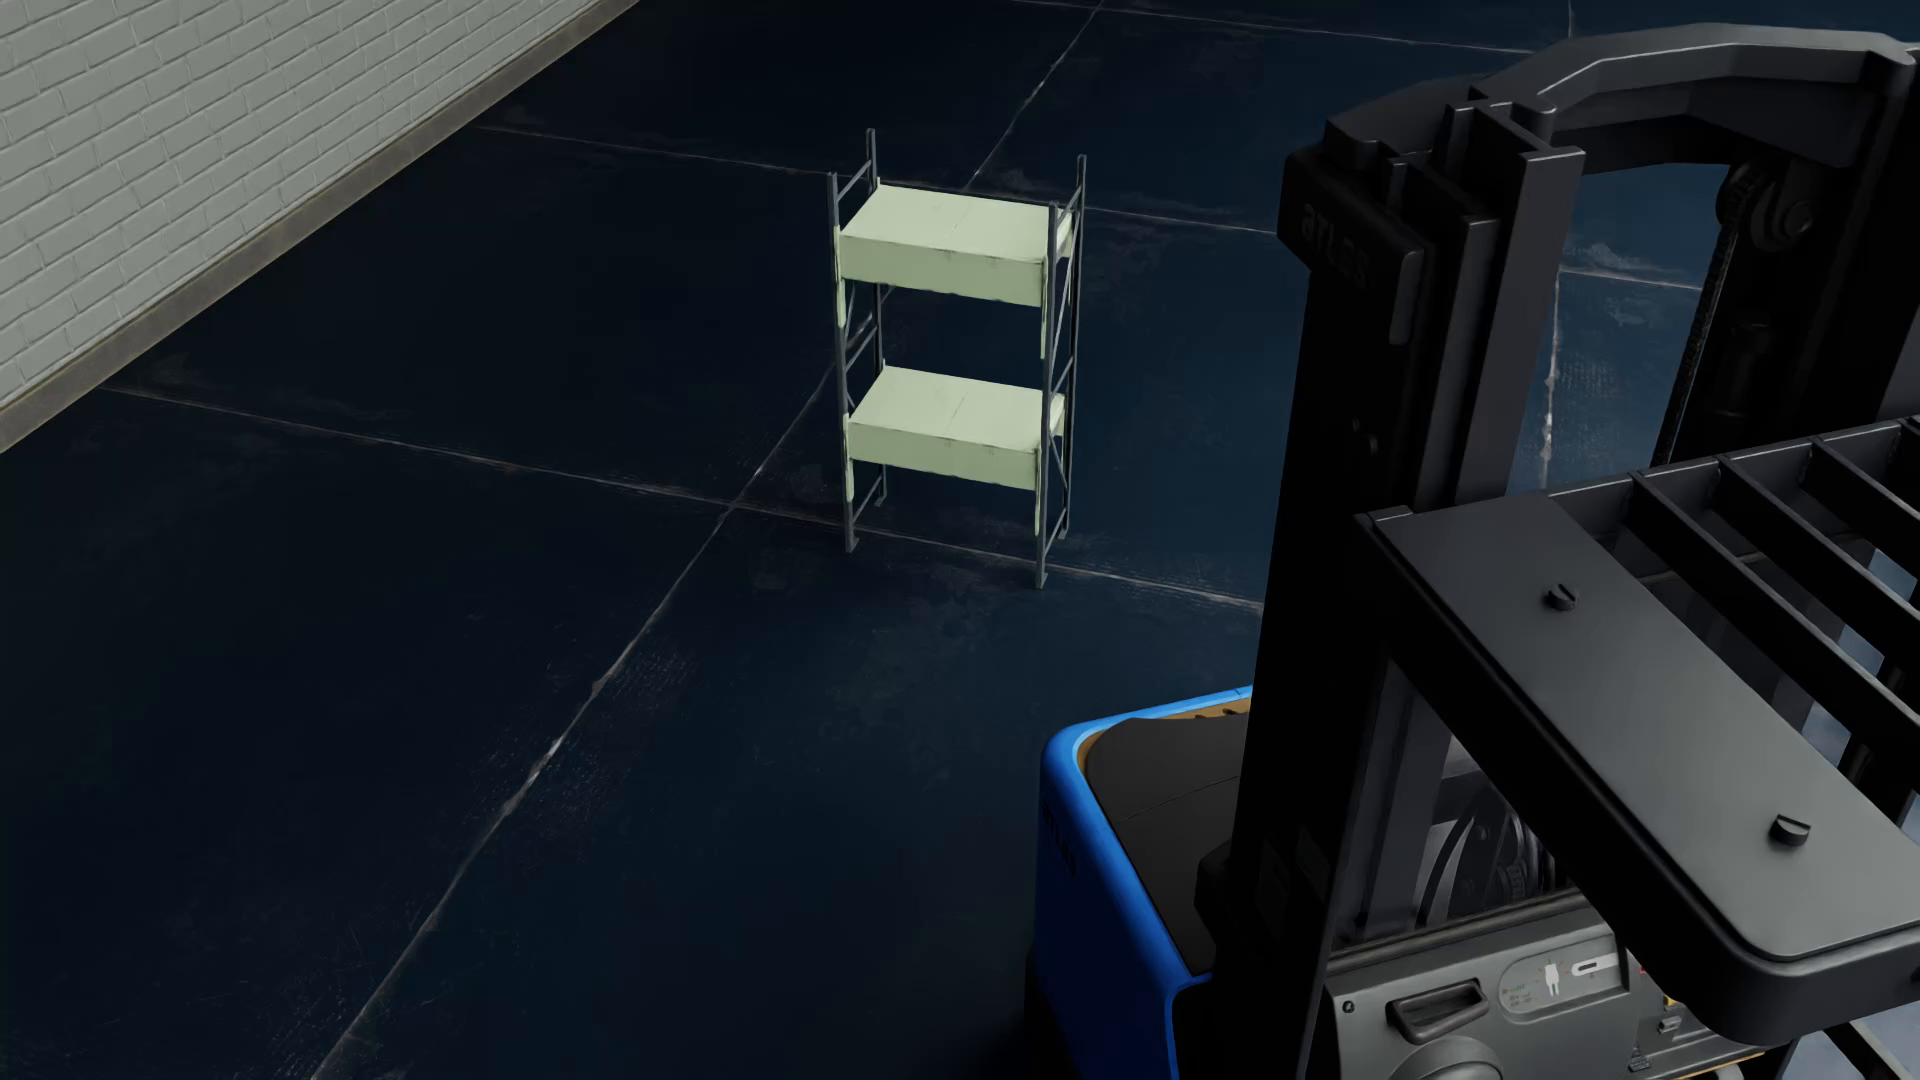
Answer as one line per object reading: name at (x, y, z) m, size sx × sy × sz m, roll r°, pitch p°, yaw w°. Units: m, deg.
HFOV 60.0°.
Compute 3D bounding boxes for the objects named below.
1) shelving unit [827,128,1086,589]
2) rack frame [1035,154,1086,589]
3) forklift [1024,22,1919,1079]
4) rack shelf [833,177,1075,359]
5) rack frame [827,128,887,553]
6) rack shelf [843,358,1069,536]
shelving unit at (-0.006, -0.605, 5.807) m, size 0.755 × 1.500 × 0.431 m, roll 10°, pitch 38°, yaw 14°
rack frame at (0.343, -0.541, 5.719) m, size 0.023 × 1.500 × 0.400 m, roll 10°, pitch 38°, yaw 14°
forklift at (1.102, 0.870, 2.595) m, size 1.130 × 2.935 × 3.031 m, roll -11°, pitch 38°, yaw -14°
rack shelf at (-0.006, -0.919, 5.576) m, size 0.720 × 0.370 × 0.431 m, roll 10°, pitch 38°, yaw 14°
rack frame at (-0.356, -0.670, 5.895) m, size 0.023 × 1.500 × 0.400 m, roll 10°, pitch 38°, yaw 14°
rack shelf at (-0.006, -0.343, 6.000) m, size 0.720 × 0.370 × 0.431 m, roll 10°, pitch 38°, yaw 14°
